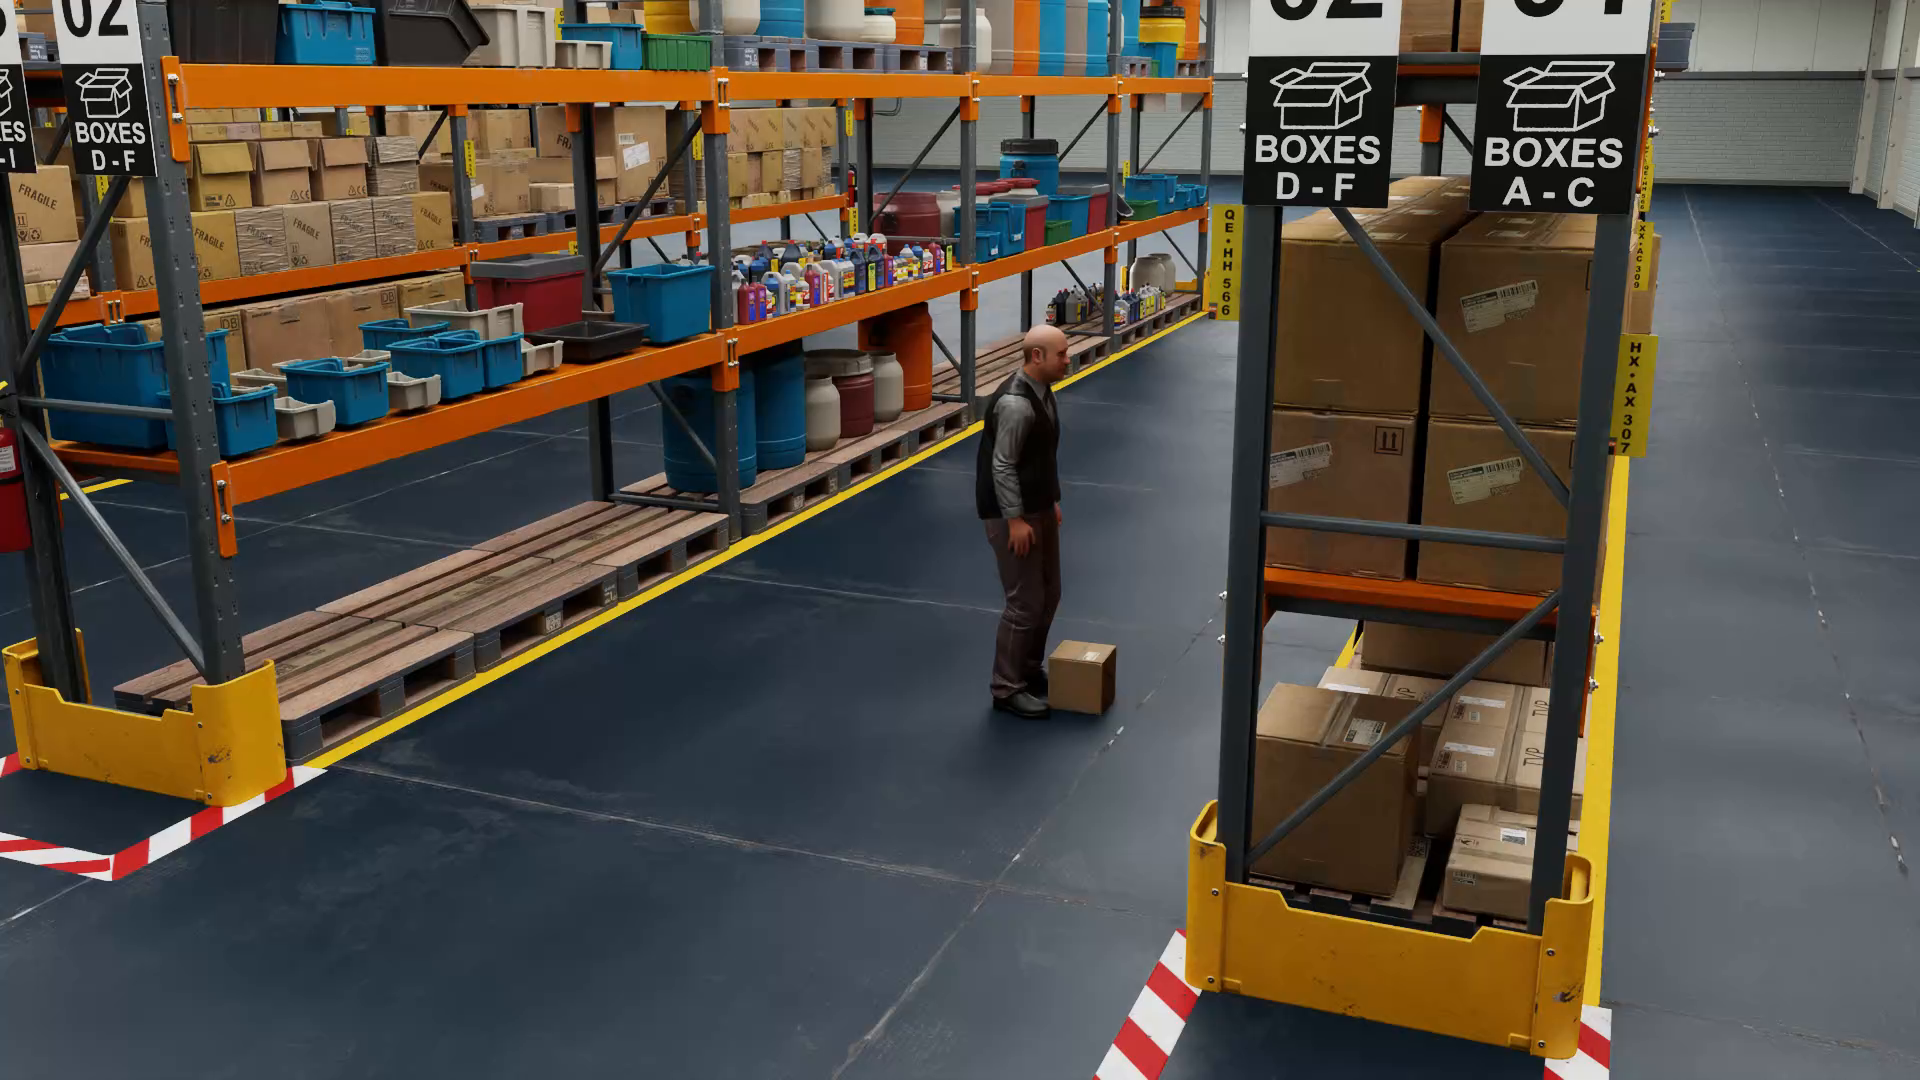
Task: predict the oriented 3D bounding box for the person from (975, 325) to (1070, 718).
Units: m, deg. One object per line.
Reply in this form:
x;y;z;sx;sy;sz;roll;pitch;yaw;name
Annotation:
0.286;-0.108;7.464;0.417;1.720;0.580;5;16;19;person
